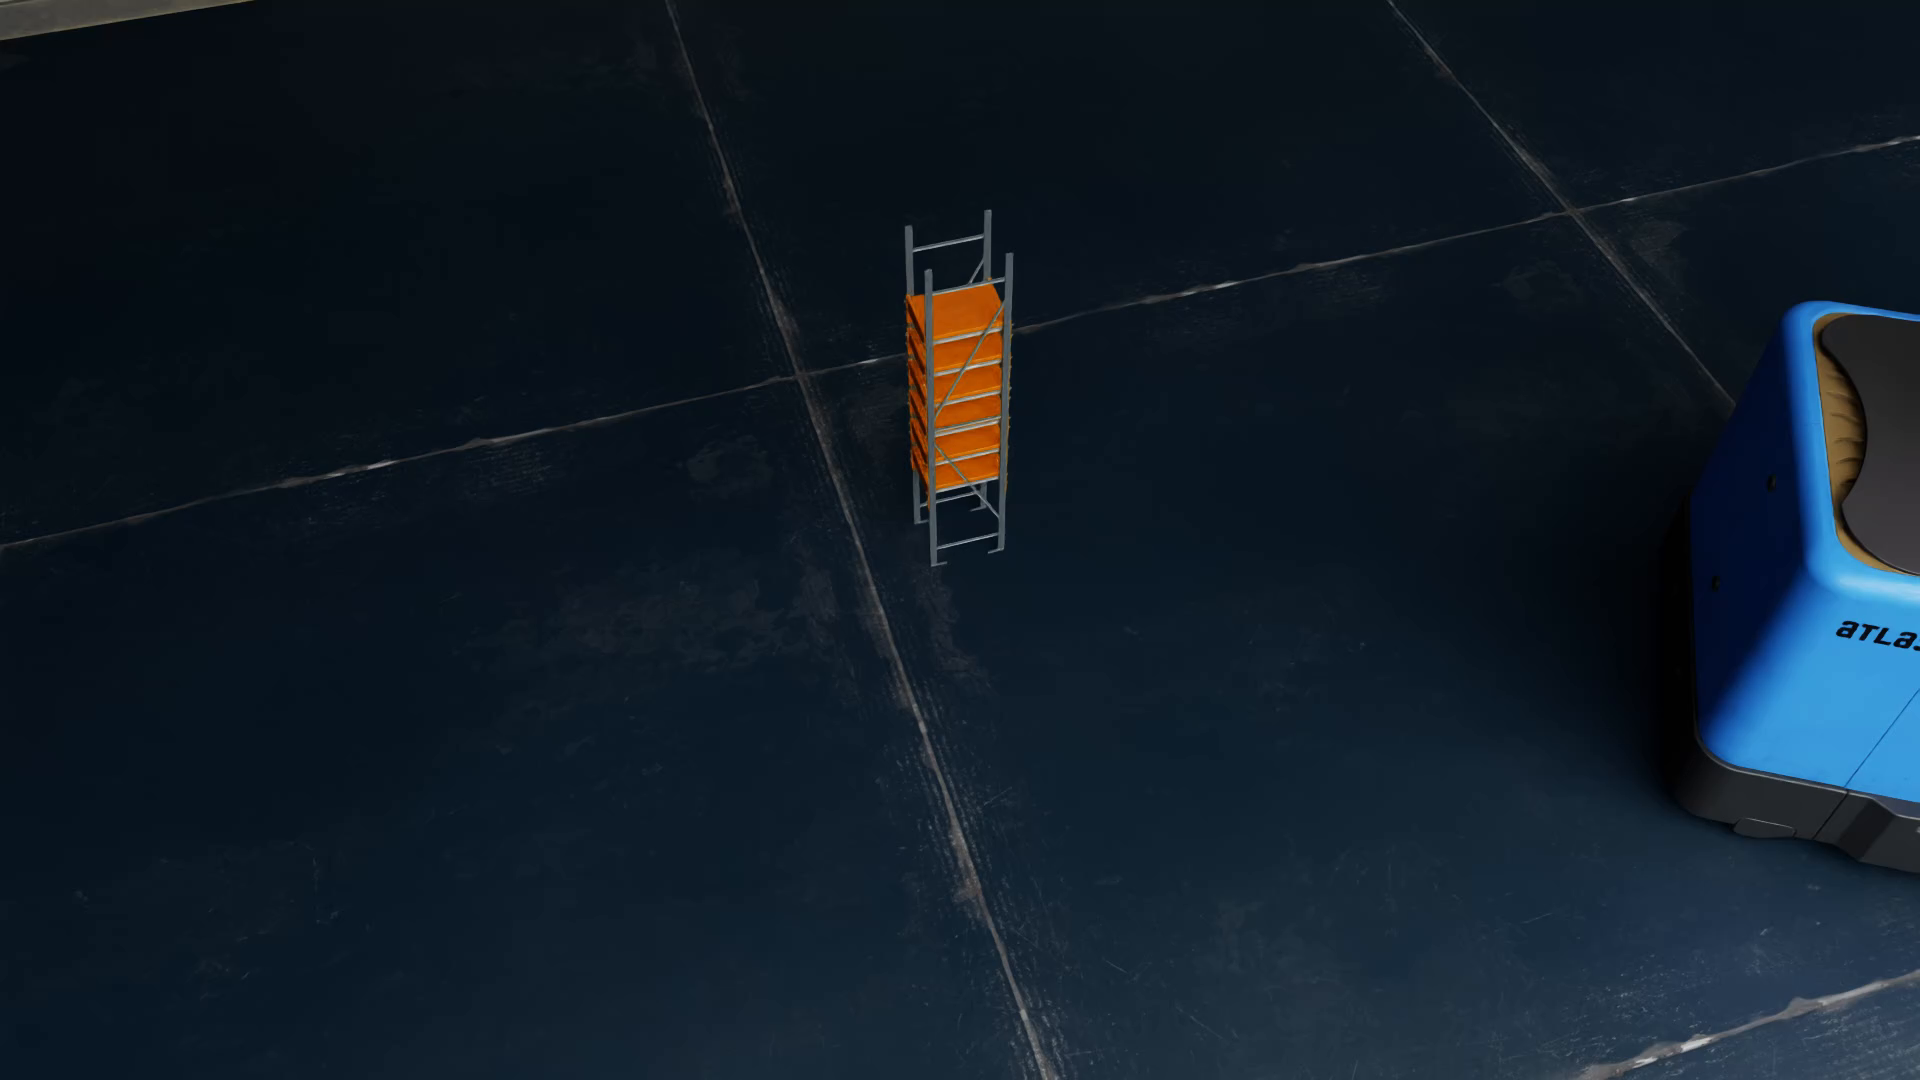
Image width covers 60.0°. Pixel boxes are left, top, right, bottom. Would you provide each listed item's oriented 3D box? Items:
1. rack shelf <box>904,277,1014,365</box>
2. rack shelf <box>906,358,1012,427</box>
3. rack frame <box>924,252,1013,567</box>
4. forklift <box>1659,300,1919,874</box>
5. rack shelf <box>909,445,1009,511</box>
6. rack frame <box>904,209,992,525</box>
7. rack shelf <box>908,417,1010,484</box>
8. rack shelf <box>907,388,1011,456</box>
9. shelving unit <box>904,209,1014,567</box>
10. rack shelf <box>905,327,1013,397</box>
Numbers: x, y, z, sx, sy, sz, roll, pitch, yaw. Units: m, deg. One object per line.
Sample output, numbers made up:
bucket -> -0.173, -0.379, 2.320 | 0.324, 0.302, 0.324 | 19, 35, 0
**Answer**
rack shelf -> -0.004, -0.601, 4.559 | 0.258, 0.103, 0.180 | -13, 51, -11
rack shelf -> -0.004, -0.446, 4.742 | 0.258, 0.103, 0.180 | -13, 51, -11
rack frame -> 0.023, -0.330, 4.744 | 0.240, 1.200, 0.006 | -13, 51, -11
forklift -> 3.521, -0.268, 3.559 | 3.031, 2.935, 1.130 | 11, 51, 9
rack shelf -> -0.004, -0.214, 5.018 | 0.258, 0.103, 0.180 | -13, 51, -11
rack frame -> -0.031, -0.464, 4.857 | 0.240, 1.200, 0.006 | -13, 51, -11
rack shelf -> -0.004, -0.291, 4.926 | 0.258, 0.103, 0.180 | -13, 51, -11
rack shelf -> -0.004, -0.369, 4.834 | 0.258, 0.103, 0.180 | -13, 51, -11
shelving unit -> -0.004, -0.397, 4.800 | 0.258, 1.200, 0.189 | -13, 51, -11
rack shelf -> -0.004, -0.523, 4.651 | 0.258, 0.103, 0.180 | -13, 51, -11
